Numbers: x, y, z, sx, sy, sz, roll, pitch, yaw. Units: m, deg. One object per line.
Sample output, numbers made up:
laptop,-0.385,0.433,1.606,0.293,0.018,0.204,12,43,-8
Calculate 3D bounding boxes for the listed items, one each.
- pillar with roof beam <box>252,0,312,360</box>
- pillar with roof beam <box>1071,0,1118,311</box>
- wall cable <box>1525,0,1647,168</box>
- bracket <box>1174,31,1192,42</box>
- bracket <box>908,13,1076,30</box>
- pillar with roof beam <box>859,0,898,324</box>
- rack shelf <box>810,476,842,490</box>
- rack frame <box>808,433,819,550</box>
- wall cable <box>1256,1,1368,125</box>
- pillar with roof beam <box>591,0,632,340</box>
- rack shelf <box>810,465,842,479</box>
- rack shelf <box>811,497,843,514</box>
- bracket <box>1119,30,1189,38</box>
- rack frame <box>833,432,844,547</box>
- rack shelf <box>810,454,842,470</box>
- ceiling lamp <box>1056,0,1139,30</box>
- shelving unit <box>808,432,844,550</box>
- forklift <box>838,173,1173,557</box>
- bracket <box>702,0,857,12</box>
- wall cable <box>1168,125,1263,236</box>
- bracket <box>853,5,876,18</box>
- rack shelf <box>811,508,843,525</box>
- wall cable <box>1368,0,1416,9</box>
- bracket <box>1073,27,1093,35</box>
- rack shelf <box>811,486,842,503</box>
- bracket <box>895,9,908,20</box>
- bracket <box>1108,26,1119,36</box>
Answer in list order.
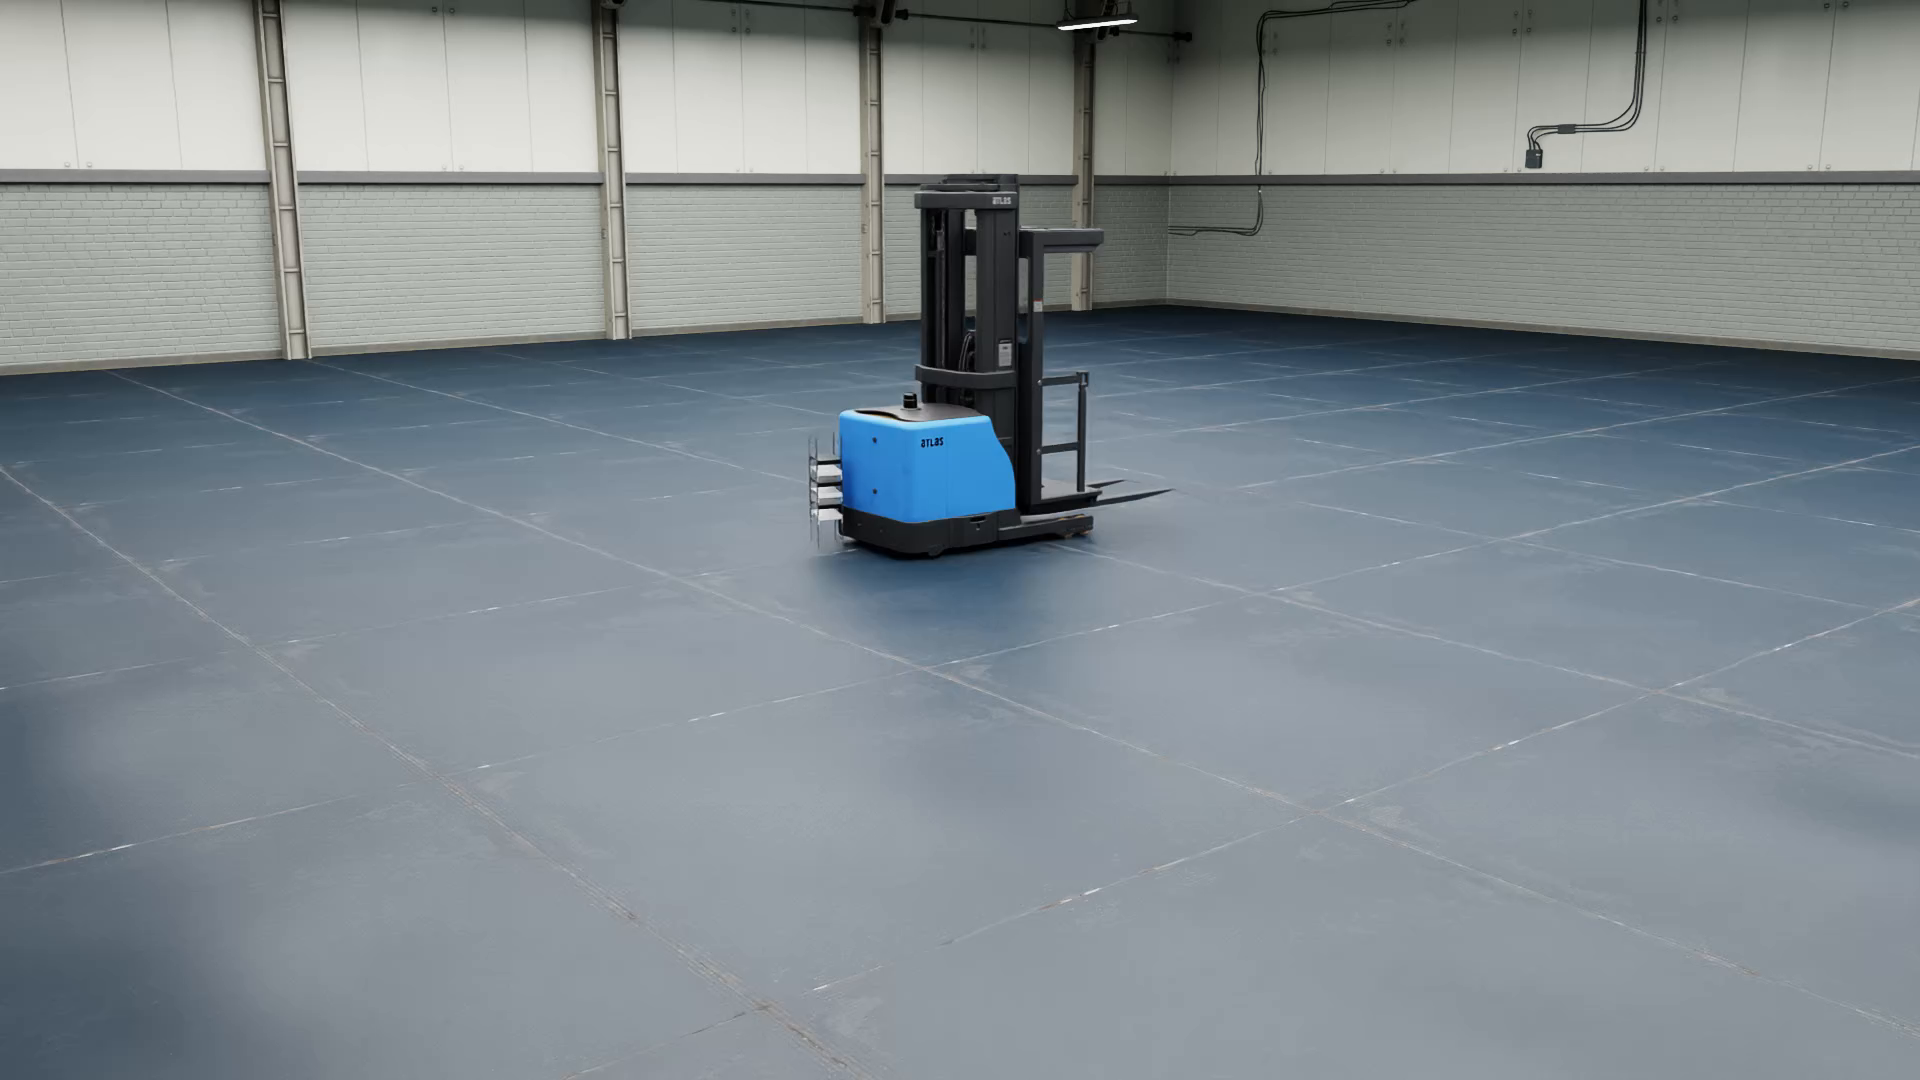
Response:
pillar with roof beam,-8.513,-6.776,23.873,0.400,9.000,9.100,-9,15,-38
pillar with roof beam,5.543,-9.111,34.873,0.548,9.000,9.100,-9,15,-38
wall cable,11.898,-10.099,31.337,0.169,6.003,2.305,-9,15,-38
bracket,5.250,-11.874,39.218,0.430,0.232,0.235,-9,15,-38
bracket,0.739,-11.125,35.688,4.783,0.066,0.076,-9,15,-38
pillar with roof beam,0.857,-8.333,31.206,0.548,9.000,9.100,-9,15,-38
rack shelf,-1.073,-0.451,13.286,0.200,0.077,0.258,-5,15,-20
rack frame,-1.168,-0.387,13.265,0.006,0.900,0.240,-5,15,-20
wall cable,7.670,-10.490,36.683,0.112,2.526,3.097,-9,15,-38
pillar with roof beam,-3.828,-7.554,27.540,0.548,9.000,9.100,-9,15,-38
rack shelf,-1.073,-0.538,13.264,0.200,0.077,0.258,-5,15,-20
rack shelf,-1.073,-0.276,13.329,0.200,0.077,0.258,-5,15,-20
bracket,4.789,-11.797,38.857,3.189,0.066,0.076,-9,15,-38
rack frame,-0.978,-0.404,13.334,0.006,0.900,0.240,-5,15,-20
rack shelf,-1.073,-0.626,13.243,0.200,0.077,0.258,-5,15,-20
ceiling lamp,2.803,-11.393,31.566,0.800,3.185,2.000,-9,15,-38
shelving unit,-1.073,-0.396,13.300,0.210,0.900,0.258,-5,15,-20
forklift,0.487,-1.529,13.773,3.031,2.935,1.130,-9,15,-37
bracket,-3.946,-10.346,32.021,4.783,0.066,0.076,-9,15,-38
wall cable,5.980,-8.458,39.274,0.112,2.526,3.097,-9,15,-38
bracket,-1.934,-10.680,33.596,0.430,0.232,0.235,-9,15,-38
rack shelf,-1.073,-0.189,13.351,0.200,0.077,0.258,-5,15,-20
wall cable,9.603,-12.213,33.847,0.112,2.526,3.097,-9,15,-38
bracket,2.751,-11.459,37.262,0.430,0.232,0.235,-9,15,-38
rack shelf,-1.073,-0.364,13.308,0.200,0.077,0.258,-5,15,-20
bracket,-1.286,-10.788,34.103,0.430,0.232,0.235,-9,15,-38
bracket,3.399,-11.567,37.770,0.430,0.232,0.235,-9,15,-38
